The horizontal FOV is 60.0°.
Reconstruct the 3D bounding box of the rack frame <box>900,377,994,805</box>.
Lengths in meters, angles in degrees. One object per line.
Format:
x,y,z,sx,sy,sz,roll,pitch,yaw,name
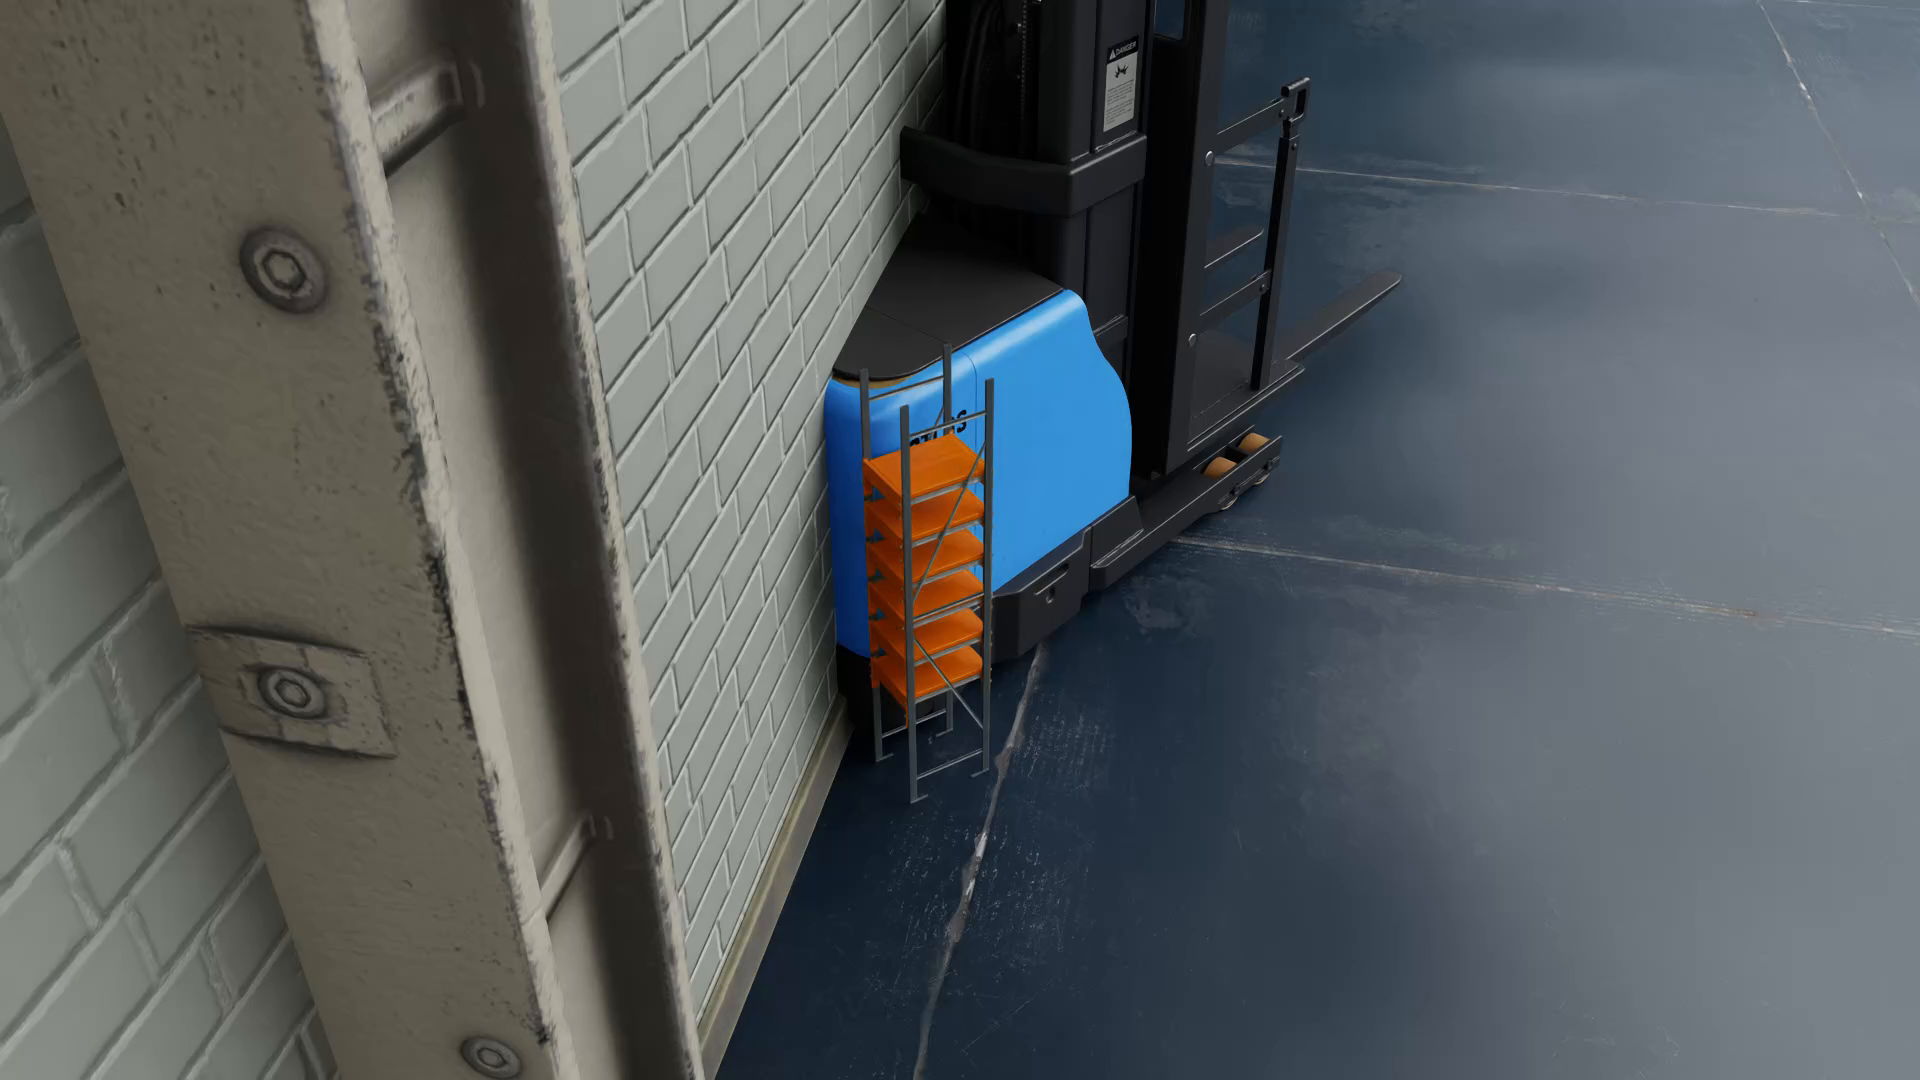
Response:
-0.027,0.161,4.005,0.240,1.200,0.006,-20,40,-25,rack frame

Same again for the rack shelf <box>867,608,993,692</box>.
-0.075,0.249,4.165,0.258,0.103,0.180,-20,40,-25,rack shelf

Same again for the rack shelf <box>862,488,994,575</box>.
-0.075,-0.043,3.953,0.258,0.103,0.180,-20,40,-25,rack shelf

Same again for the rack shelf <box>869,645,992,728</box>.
-0.075,0.346,4.235,0.258,0.103,0.180,-20,40,-25,rack shelf

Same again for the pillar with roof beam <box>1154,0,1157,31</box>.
4.897,-4.903,4.346,9.100,9.000,0.400,7,37,10,pillar with roof beam

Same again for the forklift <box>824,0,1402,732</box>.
0.411,-1.461,4.769,1.130,2.935,3.031,27,44,32,forklift

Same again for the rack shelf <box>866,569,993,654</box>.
-0.075,0.152,4.094,0.258,0.103,0.180,-20,40,-25,rack shelf

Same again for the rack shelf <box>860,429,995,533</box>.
-0.075,-0.140,3.883,0.258,0.103,0.180,-20,40,-25,rack shelf

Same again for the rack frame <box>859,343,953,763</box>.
-0.123,0.070,4.131,0.240,1.200,0.006,-20,40,-25,rack frame

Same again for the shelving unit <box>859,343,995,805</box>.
-0.075,0.116,4.068,0.258,1.200,0.189,-20,40,-25,shelving unit

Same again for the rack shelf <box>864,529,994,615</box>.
-0.075,0.054,4.024,0.258,0.103,0.180,-20,40,-25,rack shelf
